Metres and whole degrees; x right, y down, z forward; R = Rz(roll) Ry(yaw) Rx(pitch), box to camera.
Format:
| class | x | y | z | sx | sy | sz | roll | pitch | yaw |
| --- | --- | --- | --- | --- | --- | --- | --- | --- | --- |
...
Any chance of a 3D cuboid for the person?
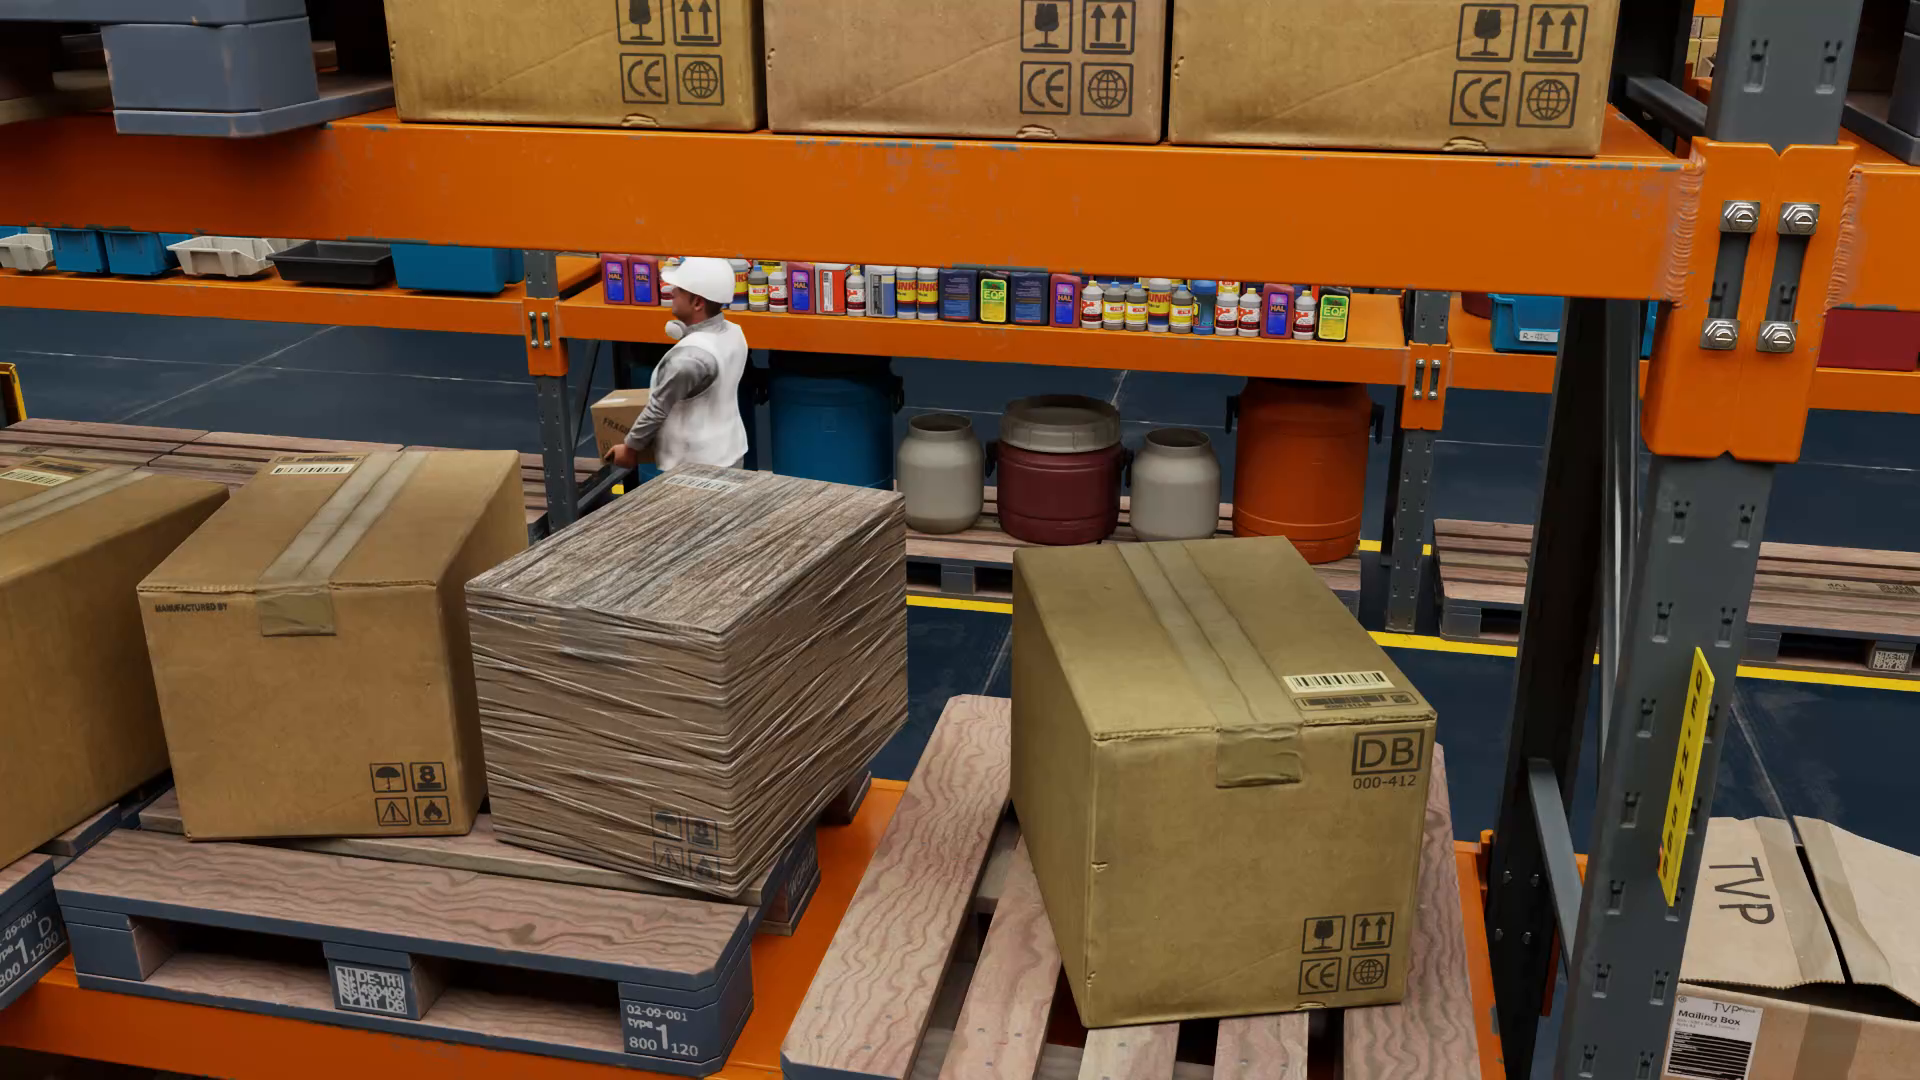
| class | x | y | z | sx | sy | sz | roll | pitch | yaw |
| --- | --- | --- | --- | --- | --- | --- | --- | --- | --- |
| person | -1.162 | -0.320 | 6.879 | 0.556 | 1.762 | 0.494 | 4 | 22 | 11 |
